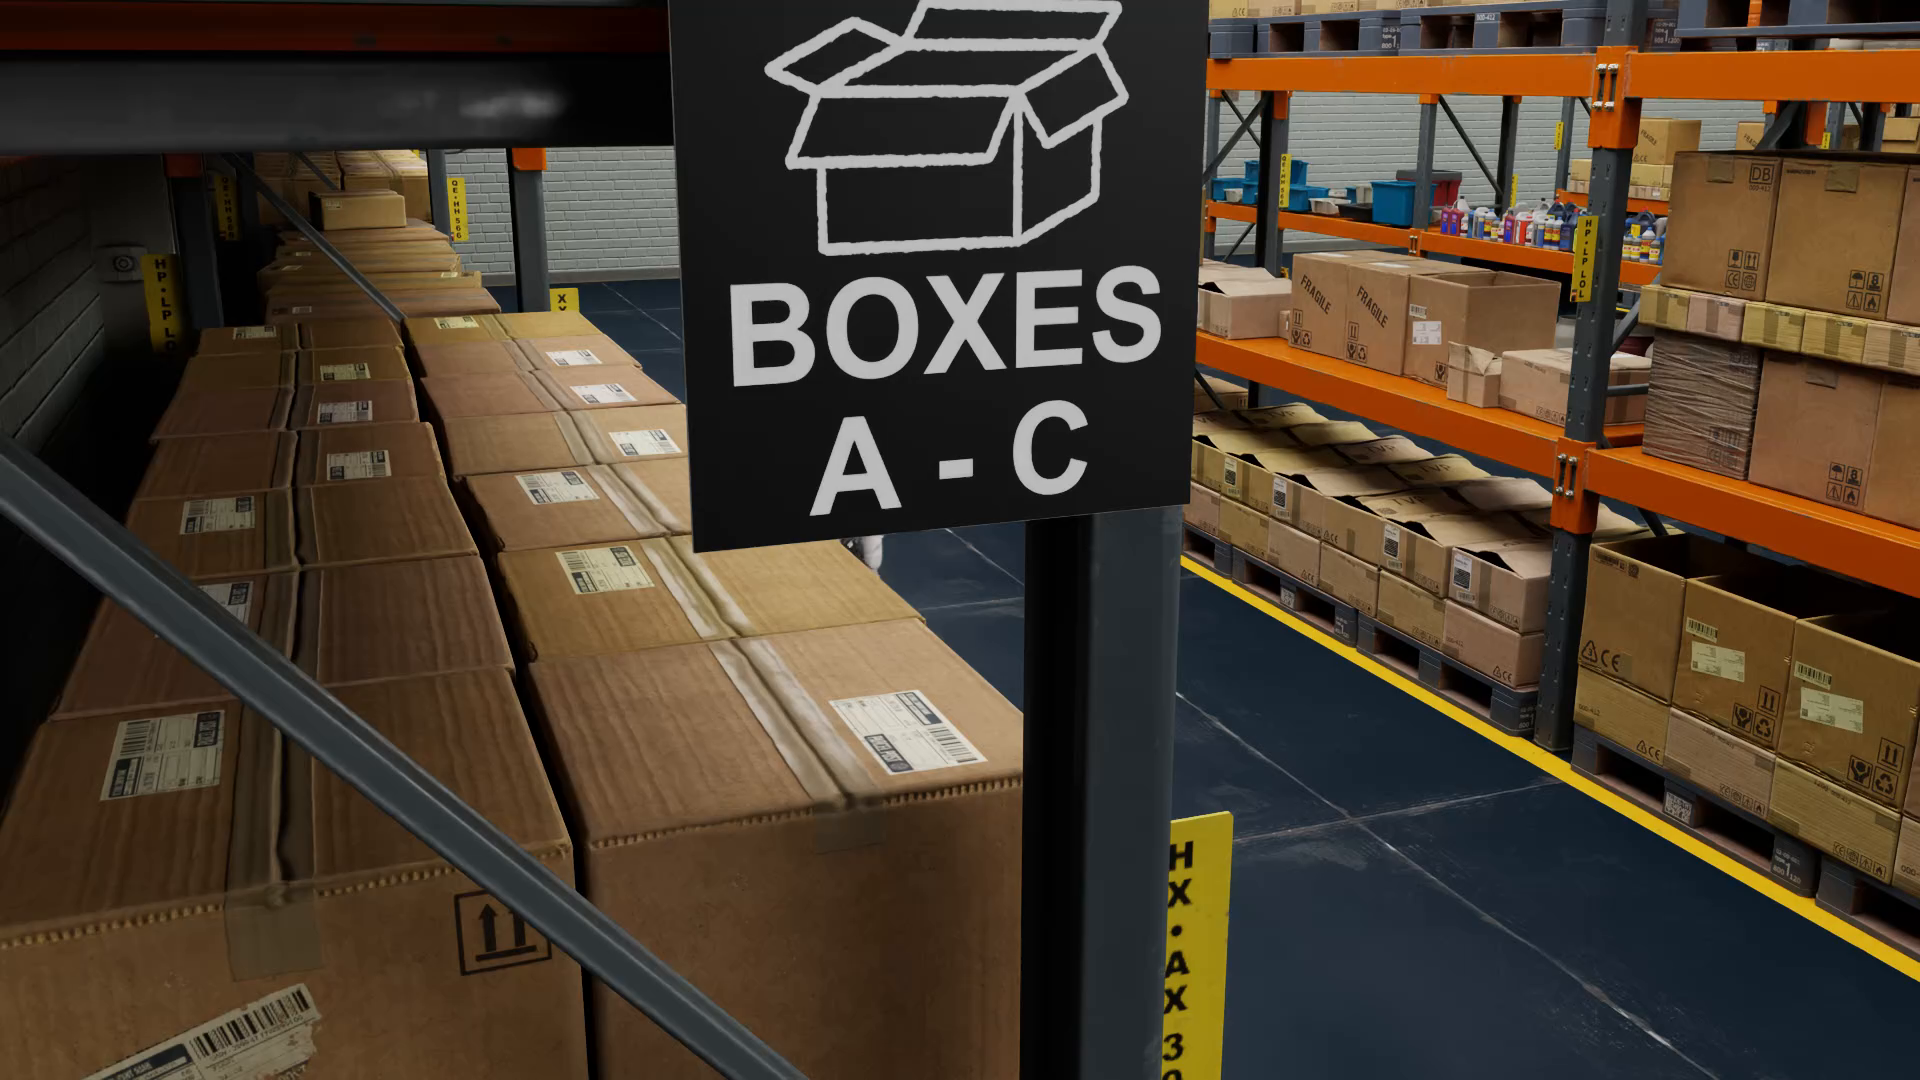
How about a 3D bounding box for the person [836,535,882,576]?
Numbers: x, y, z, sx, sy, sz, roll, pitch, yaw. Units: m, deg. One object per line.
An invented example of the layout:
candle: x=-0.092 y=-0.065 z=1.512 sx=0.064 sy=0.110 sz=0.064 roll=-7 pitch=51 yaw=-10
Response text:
person: x=-0.639 y=0.120 z=6.551 sx=0.504 sy=1.662 sz=0.660 roll=11 pitch=19 yaw=34
